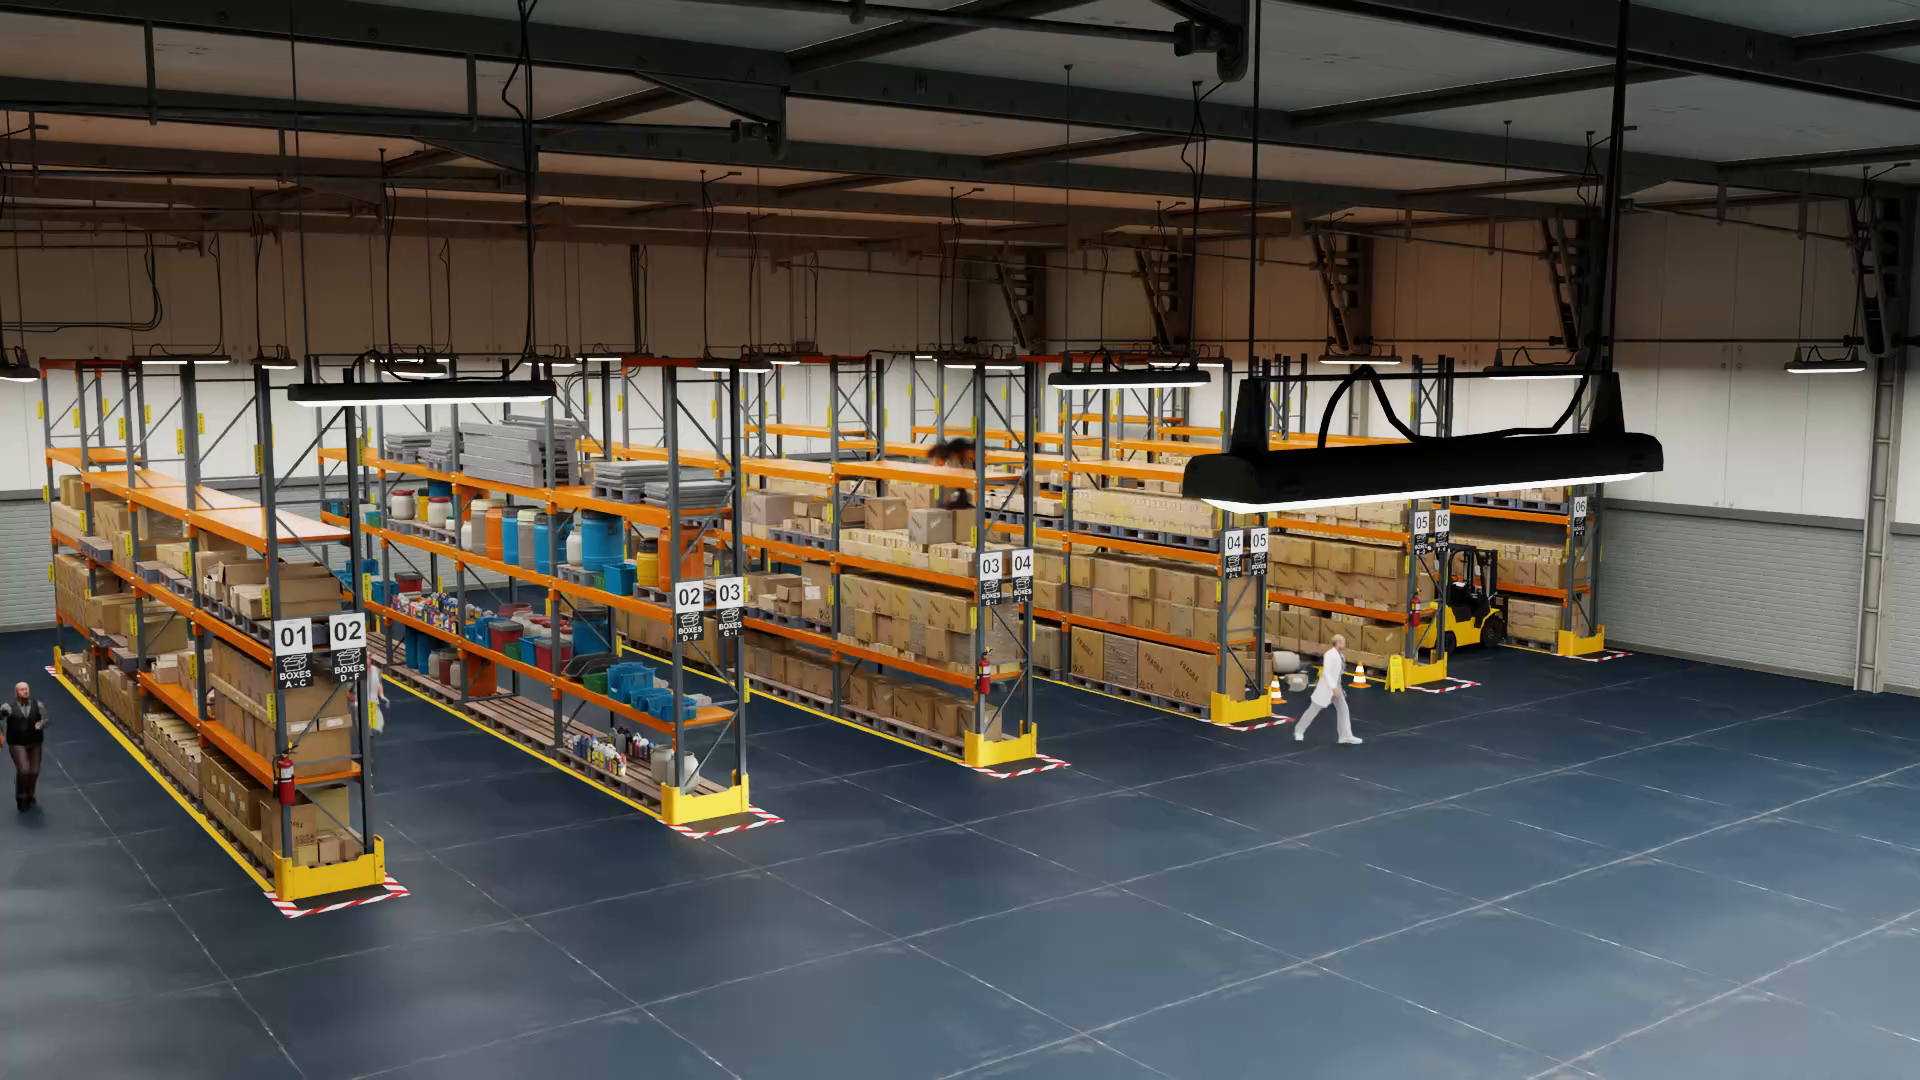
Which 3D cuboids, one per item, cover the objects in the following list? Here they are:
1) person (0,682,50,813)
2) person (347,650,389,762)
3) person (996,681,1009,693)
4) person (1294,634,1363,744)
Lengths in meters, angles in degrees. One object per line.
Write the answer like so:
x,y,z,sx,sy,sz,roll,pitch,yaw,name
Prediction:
-12.629,2.793,22.460,0.724,1.749,0.647,6,9,43,person
-8.918,2.483,24.975,0.659,1.728,0.642,-7,10,-44,person
0.719,1.893,30.261,0.612,1.724,0.761,-5,9,-37,person
5.797,2.333,26.150,1.050,1.715,0.722,5,8,33,person
